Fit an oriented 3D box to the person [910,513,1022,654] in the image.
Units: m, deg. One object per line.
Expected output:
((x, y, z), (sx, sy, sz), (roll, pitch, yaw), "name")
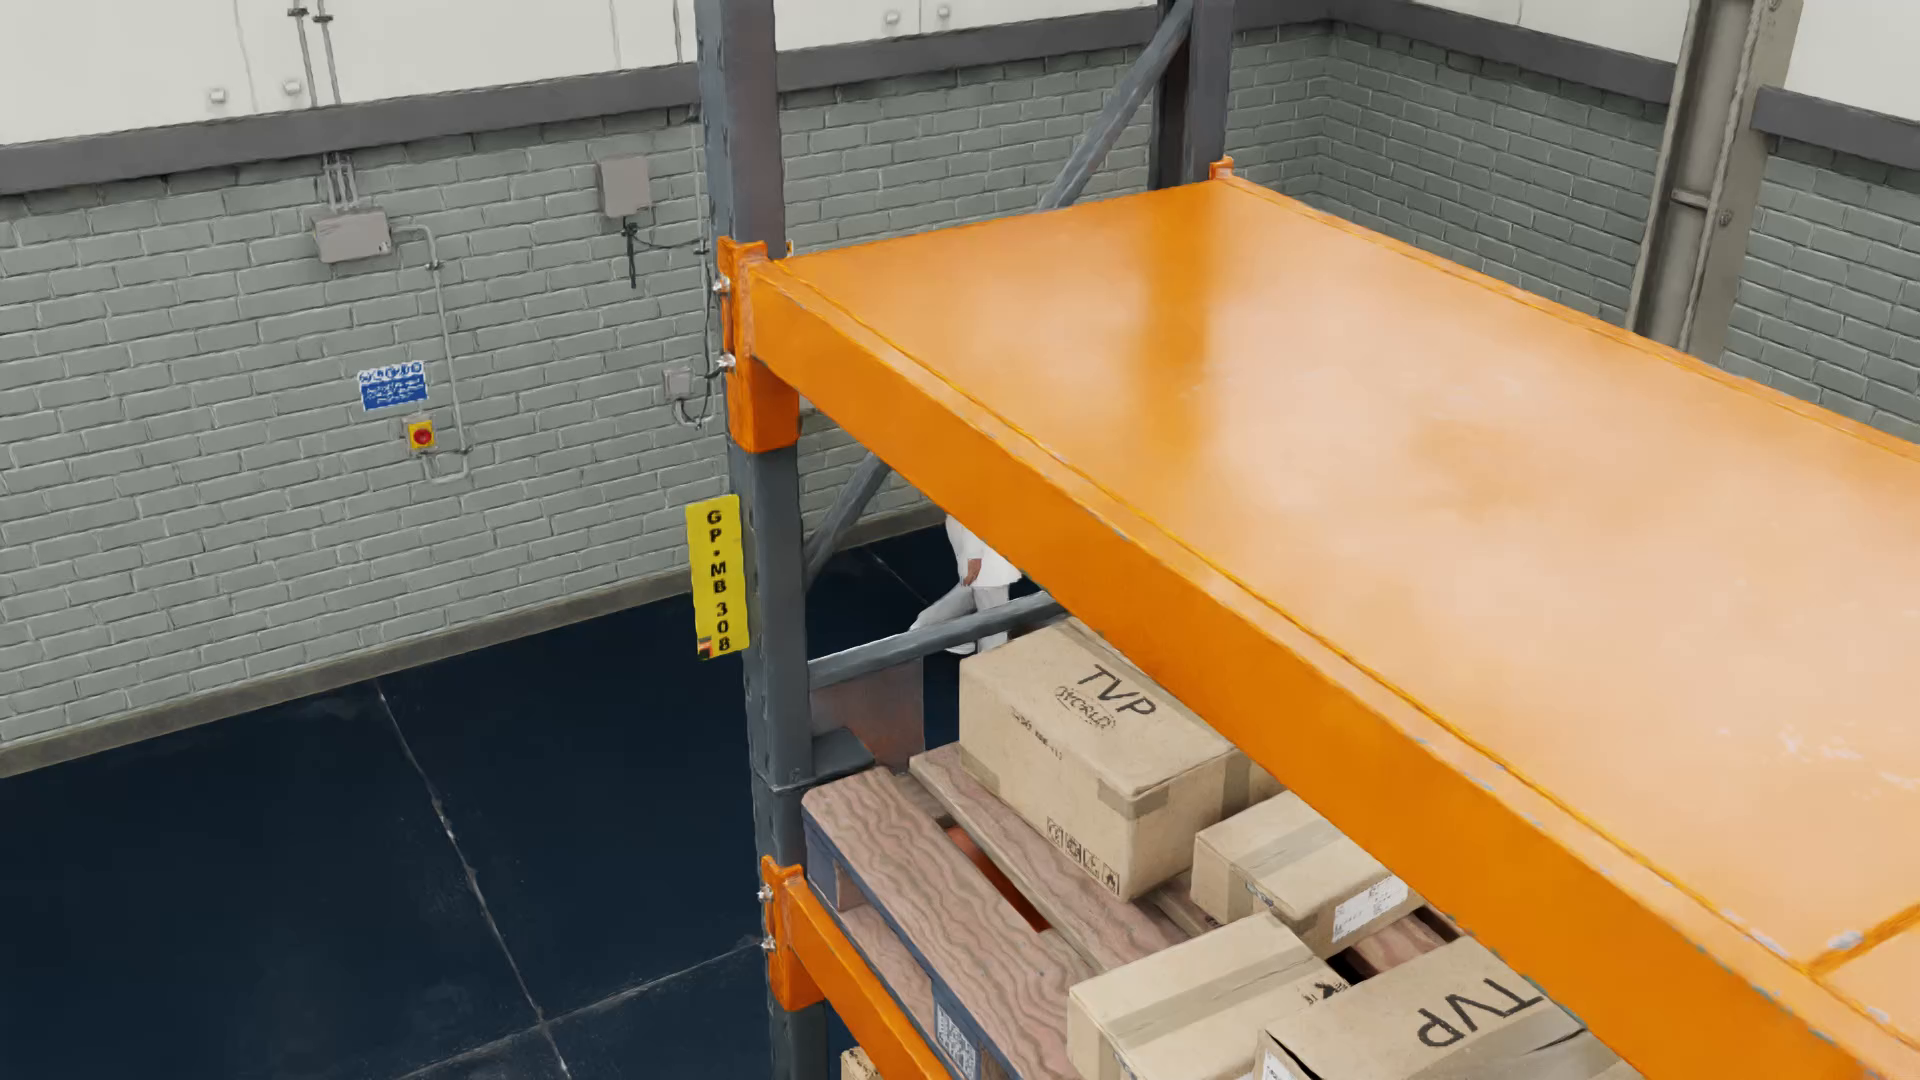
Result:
((0.143, -0.018, 8.642), (0.596, 1.747, 0.715), (-10, 30, -17), "person")
